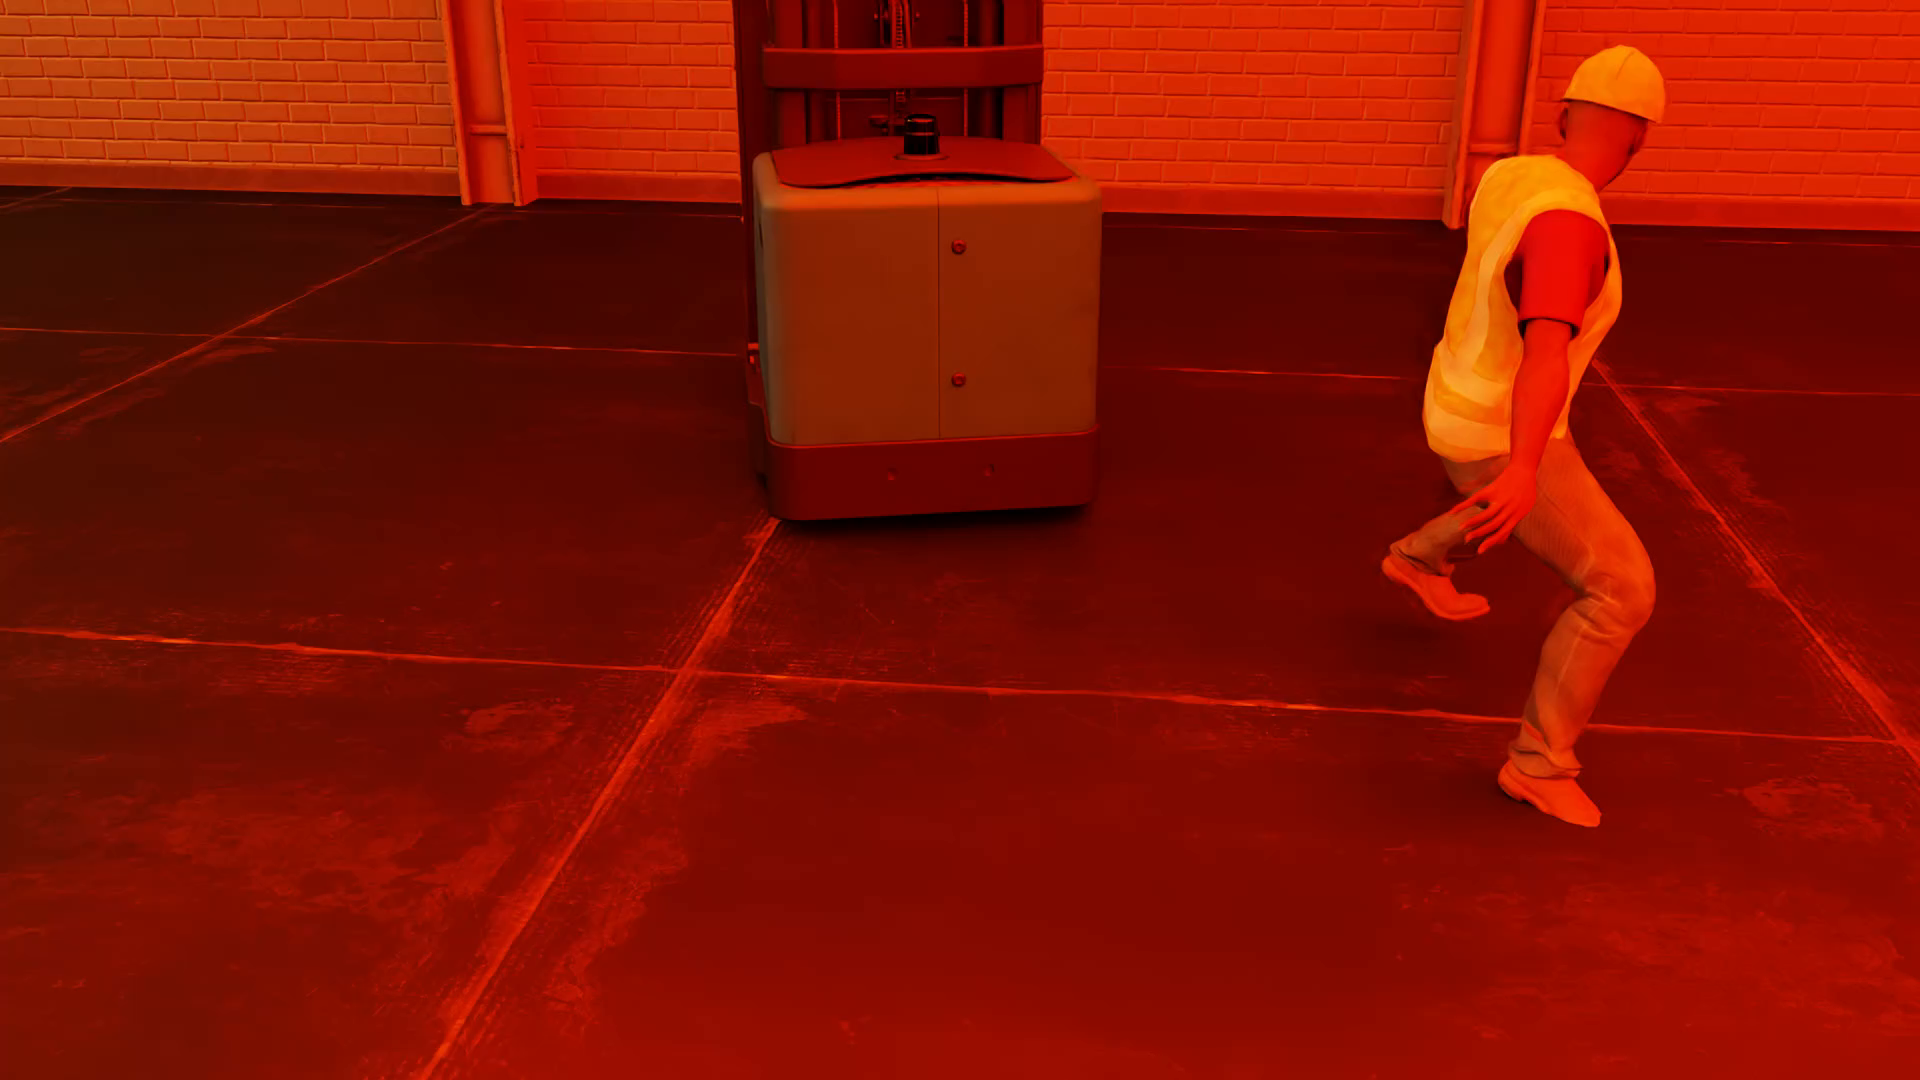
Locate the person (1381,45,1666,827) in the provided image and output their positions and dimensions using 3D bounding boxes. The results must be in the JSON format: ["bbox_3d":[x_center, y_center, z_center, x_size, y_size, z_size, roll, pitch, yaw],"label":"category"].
[{"bbox_3d":[1.284,-0.247,3.730,0.533,1.659,1.227,5,22,11],"label":"person"}]

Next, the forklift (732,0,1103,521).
[{"bbox_3d":[-0.288,-1.935,6.059,1.130,2.935,3.031,-3,22,-8],"label":"forklift"}]
